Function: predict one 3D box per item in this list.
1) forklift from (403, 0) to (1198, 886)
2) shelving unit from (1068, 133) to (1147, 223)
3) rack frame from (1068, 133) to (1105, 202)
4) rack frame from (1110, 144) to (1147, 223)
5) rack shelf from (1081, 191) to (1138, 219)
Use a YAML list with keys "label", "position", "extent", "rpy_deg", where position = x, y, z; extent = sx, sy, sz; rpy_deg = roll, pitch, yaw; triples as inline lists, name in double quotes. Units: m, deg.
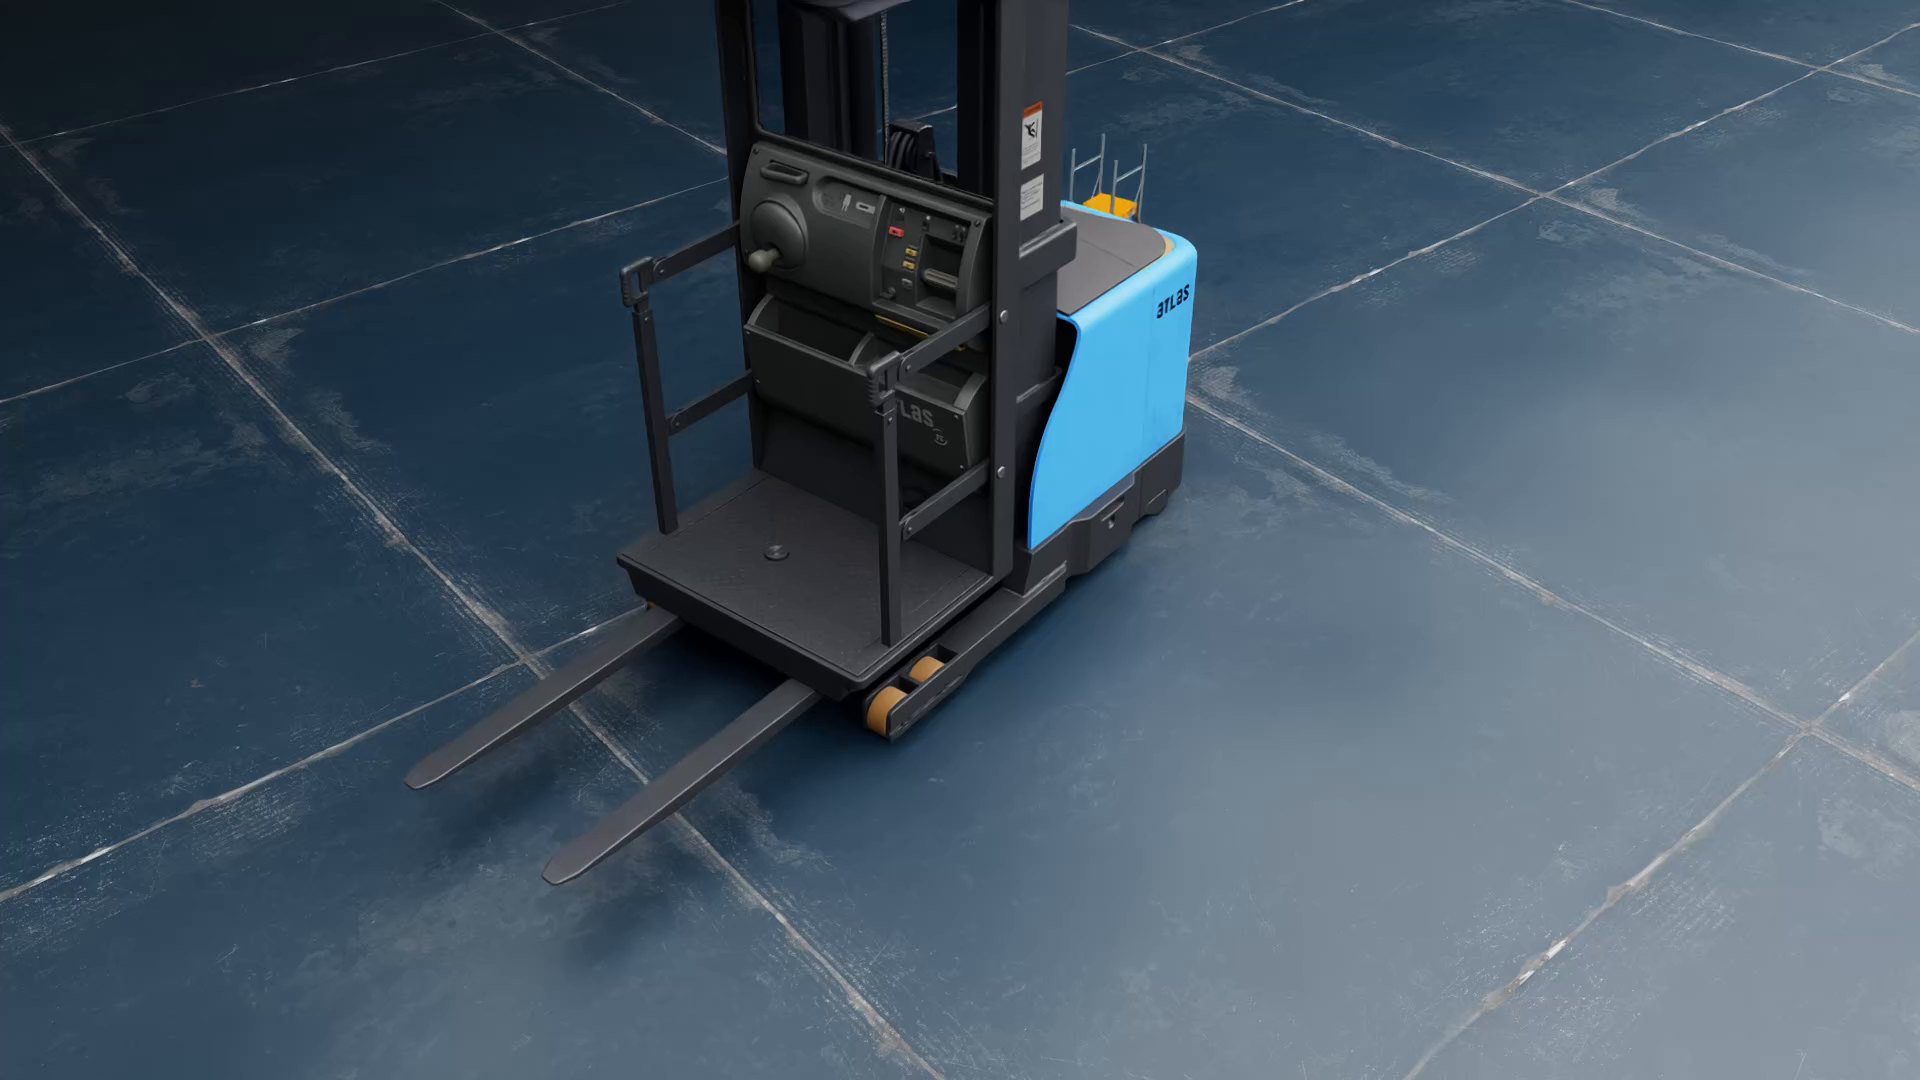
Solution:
- label: "forklift"
  position: [-0.441, -0.881, 4.958]
  extent: [1.130, 2.935, 3.031]
  rpy_deg: [24, 42, 30]
- label: "shelving unit"
  position: [0.544, -0.975, 6.577]
  extent: [0.189, 1.200, 0.258]
  rpy_deg: [22, 38, 28]
- label: "rack frame"
  position: [0.469, -1.005, 6.620]
  extent: [0.006, 1.200, 0.240]
  rpy_deg: [22, 38, 28]
- label: "rack frame"
  position: [0.619, -0.945, 6.535]
  extent: [0.006, 1.200, 0.240]
  rpy_deg: [22, 38, 28]
- label: "rack shelf"
  position: [0.554, -1.240, 6.406]
  extent: [0.180, 0.103, 0.258]
  rpy_deg: [22, 38, 28]
